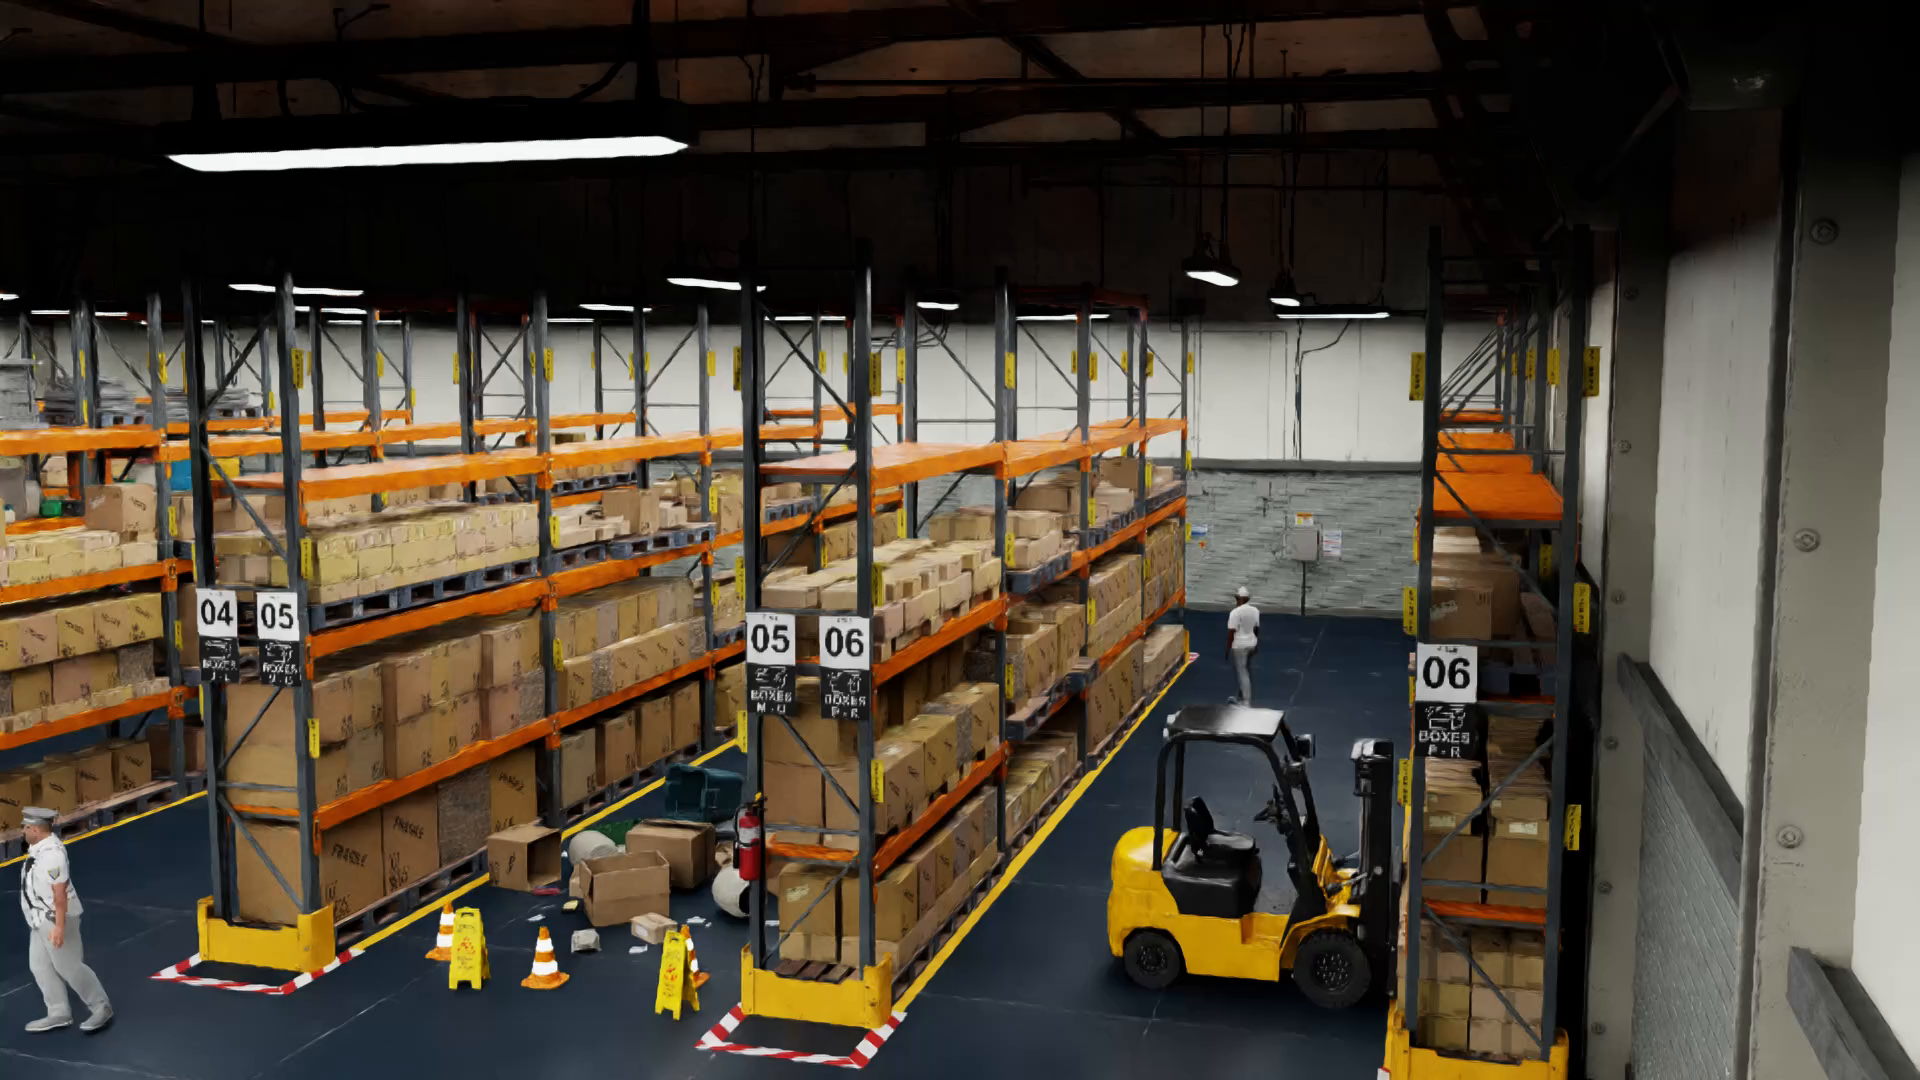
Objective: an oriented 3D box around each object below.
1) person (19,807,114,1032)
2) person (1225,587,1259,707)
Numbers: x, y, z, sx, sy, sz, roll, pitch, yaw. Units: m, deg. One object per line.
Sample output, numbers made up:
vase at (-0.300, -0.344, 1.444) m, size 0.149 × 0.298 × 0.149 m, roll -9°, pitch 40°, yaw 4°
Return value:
person at (-6.866, 2.886, 12.732) m, size 0.586 × 1.741 × 0.587 m, roll -5°, pitch 8°, yaw -37°
person at (4.107, 1.558, 24.324) m, size 0.574 × 1.761 × 0.669 m, roll 6°, pitch 9°, yaw 44°
